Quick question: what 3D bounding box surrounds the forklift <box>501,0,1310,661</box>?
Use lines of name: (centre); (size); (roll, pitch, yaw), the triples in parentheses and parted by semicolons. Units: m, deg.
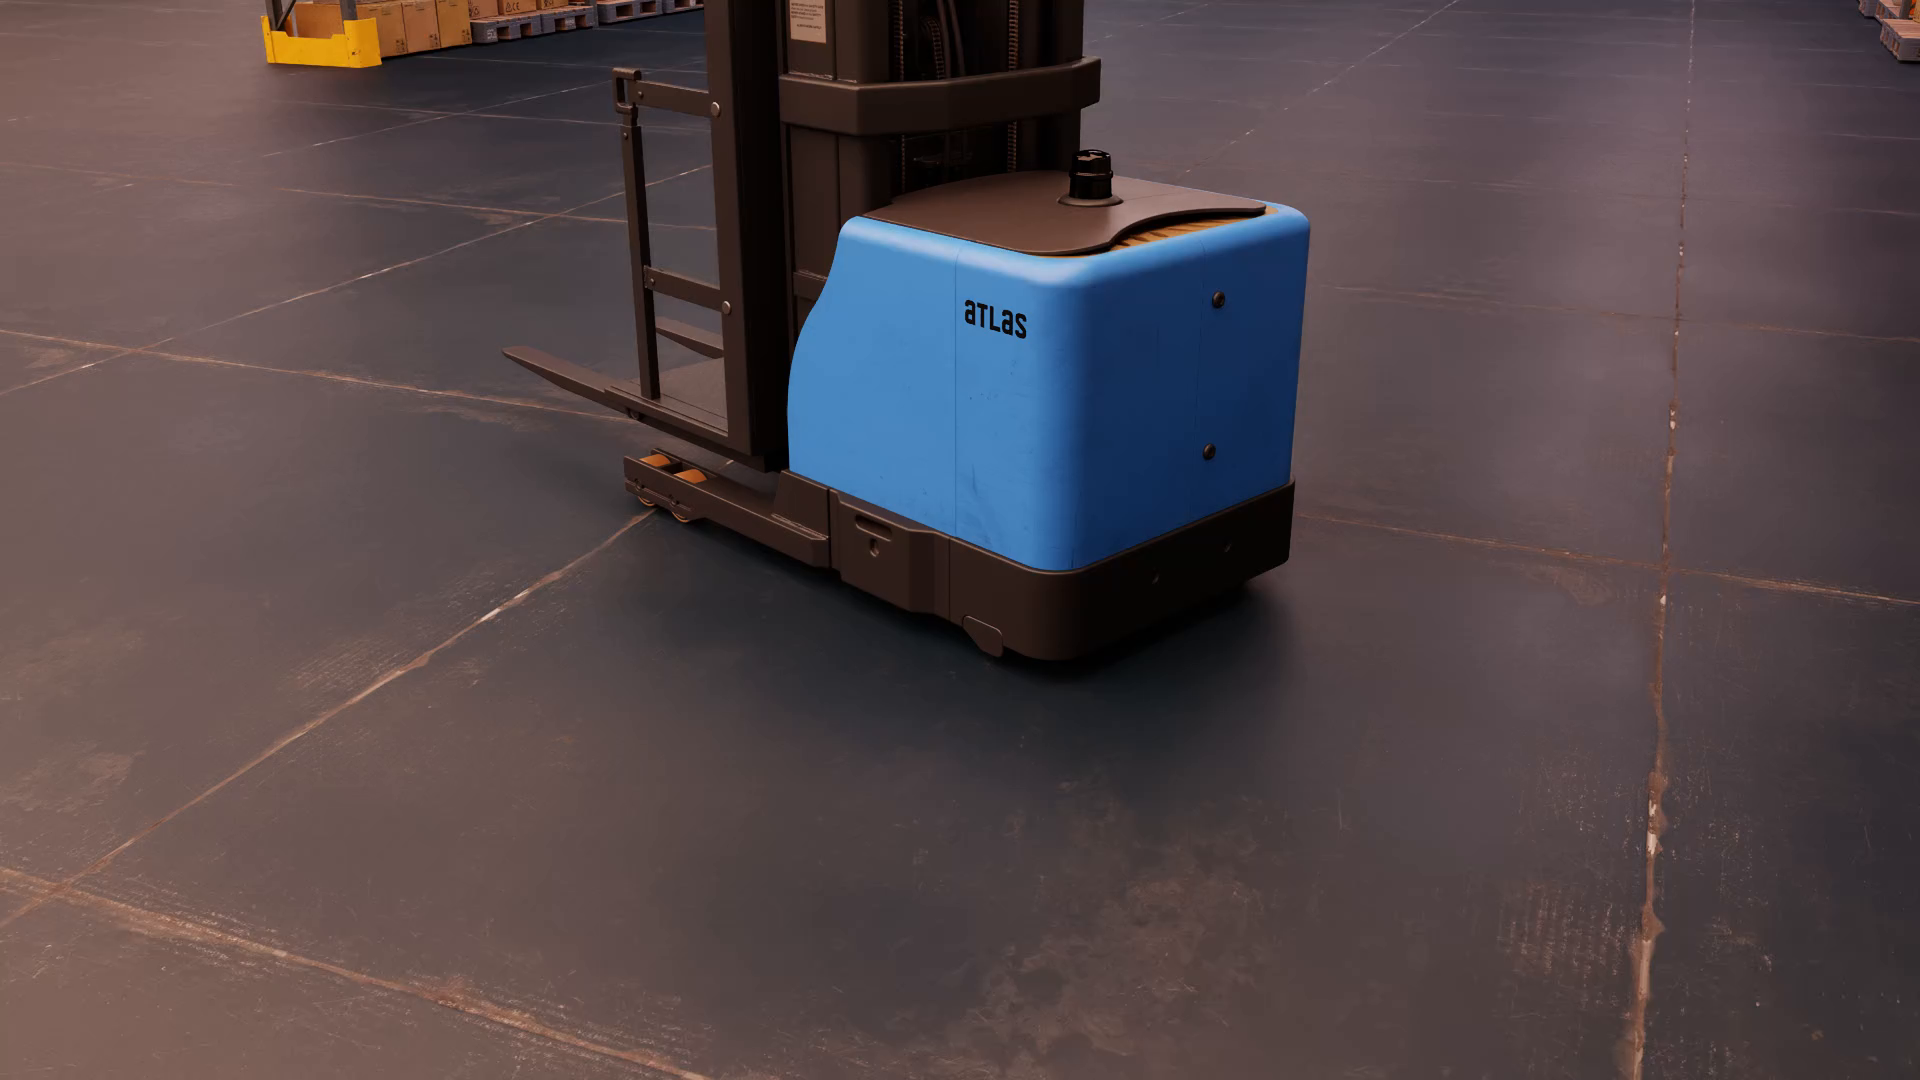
forklift: (-0.431, -1.527, 4.945); (1.130, 2.935, 3.031); (-20, 30, -40)
